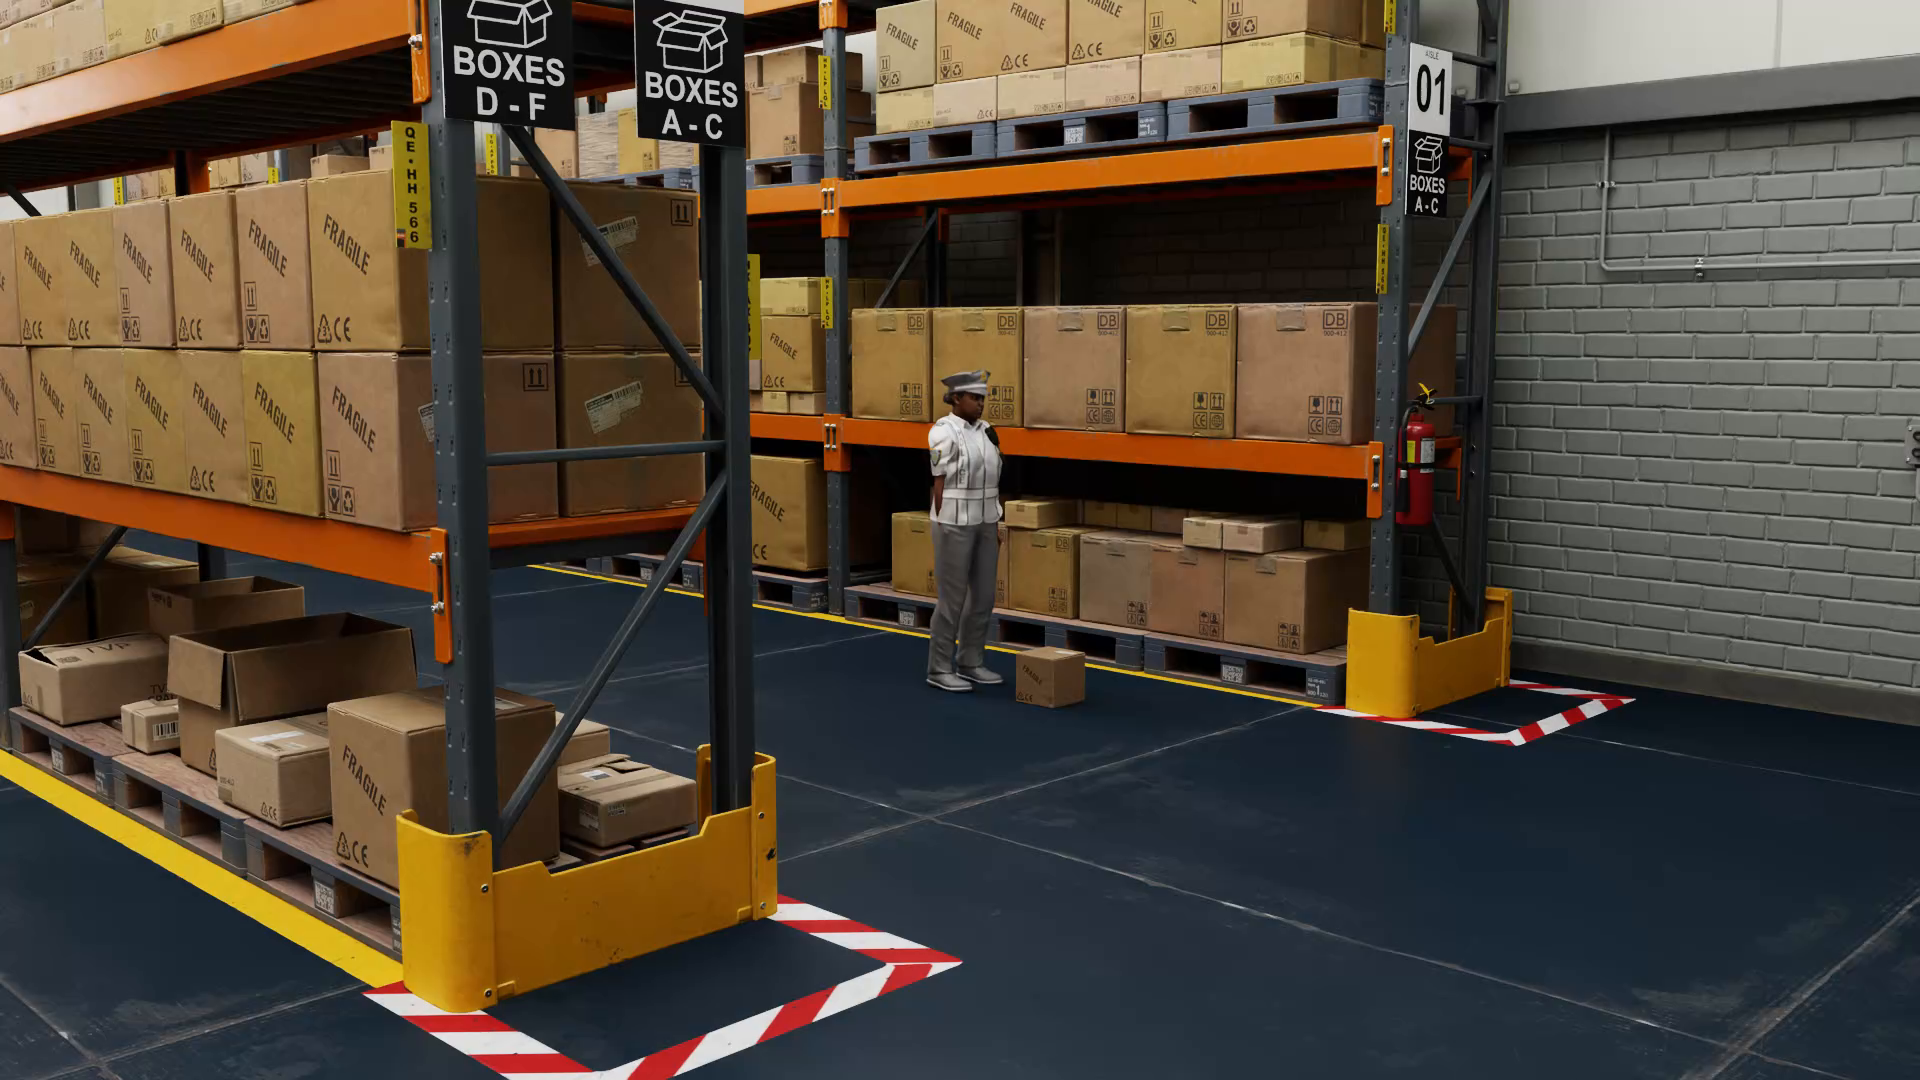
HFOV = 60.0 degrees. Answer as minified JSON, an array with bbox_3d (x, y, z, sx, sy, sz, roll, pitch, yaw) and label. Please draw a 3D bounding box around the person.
[{"bbox_3d":[0.045,-0.055,8.713,0.341,1.665,0.438,7,10,44],"label":"person"}]
